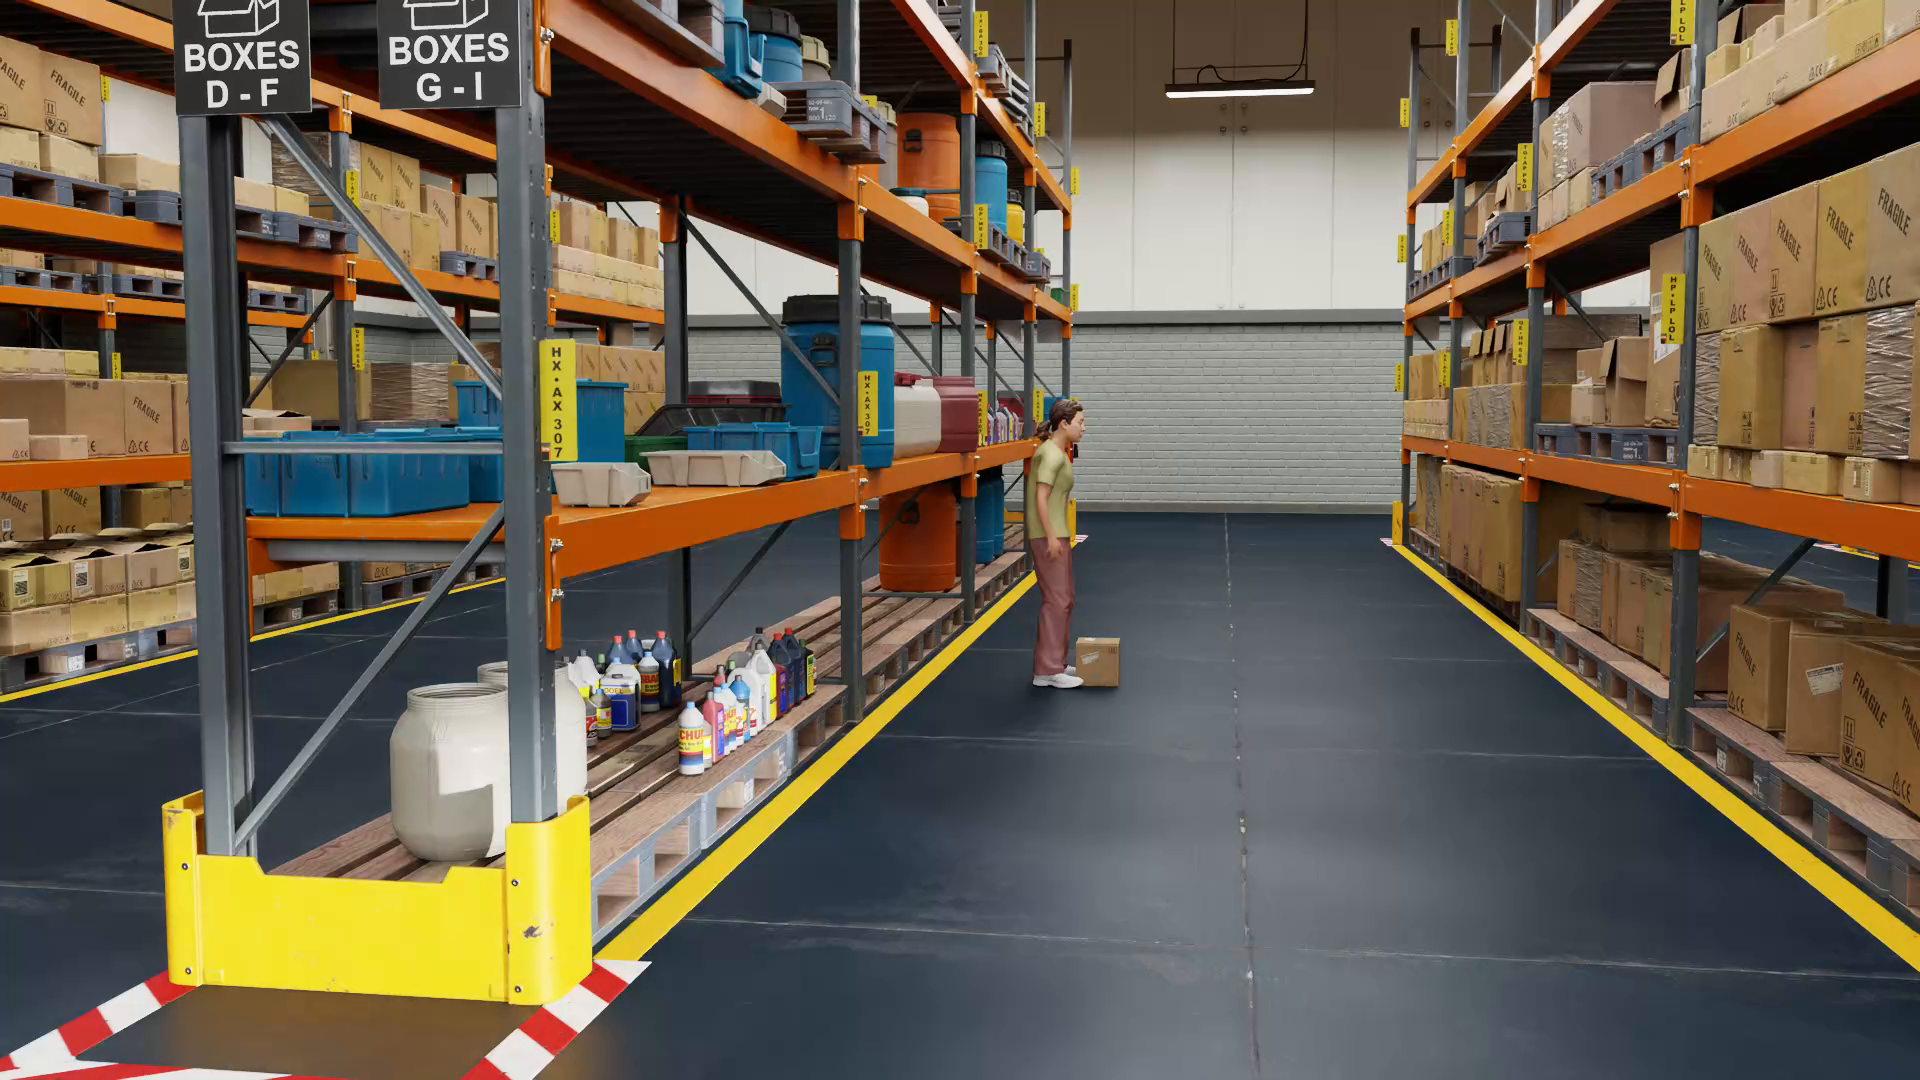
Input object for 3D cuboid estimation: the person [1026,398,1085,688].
[{"bbox_3d":[0.568,0.007,9.777,0.360,1.672,0.498,1,5,9],"label":"person"}]
